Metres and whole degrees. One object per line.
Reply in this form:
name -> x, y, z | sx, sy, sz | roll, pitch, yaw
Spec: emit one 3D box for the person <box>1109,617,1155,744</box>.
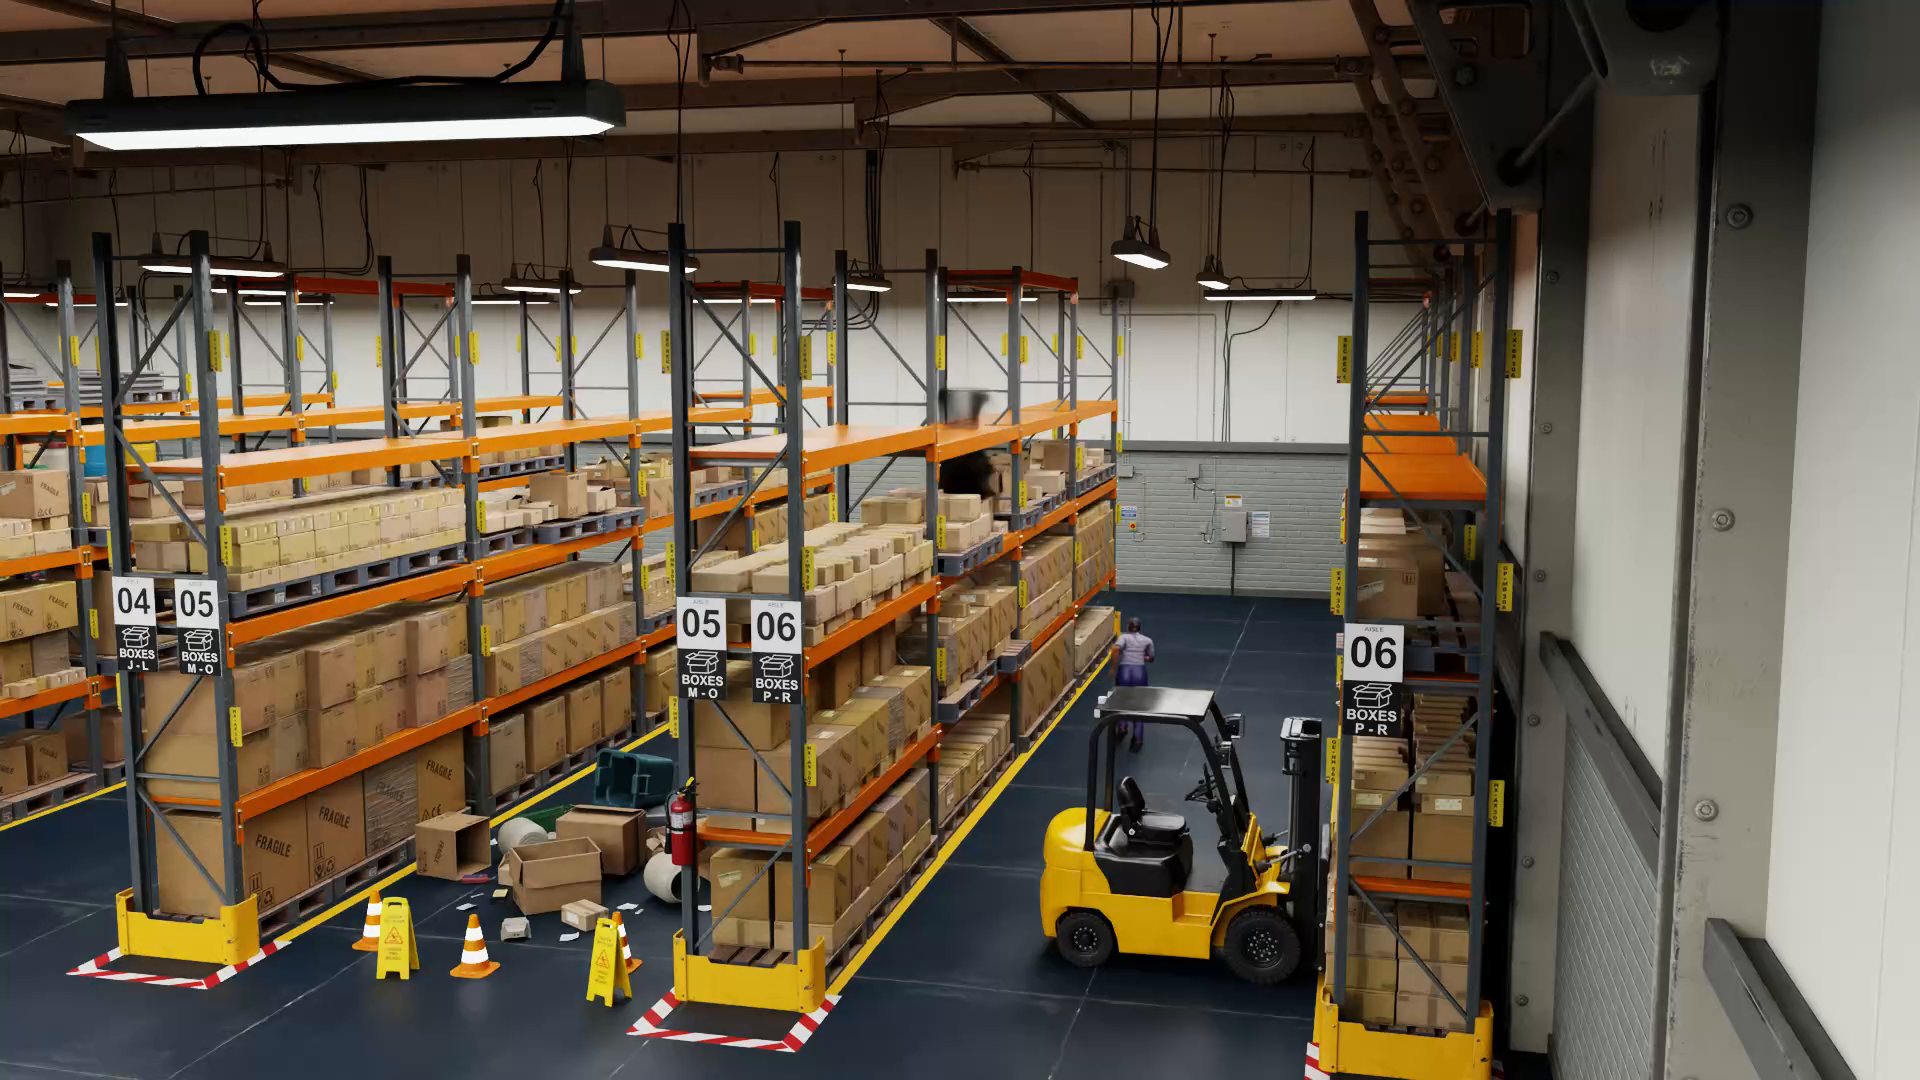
person -> 2.197, 1.808, 21.251 | 0.599, 1.597, 0.932 | 0, 7, 4
